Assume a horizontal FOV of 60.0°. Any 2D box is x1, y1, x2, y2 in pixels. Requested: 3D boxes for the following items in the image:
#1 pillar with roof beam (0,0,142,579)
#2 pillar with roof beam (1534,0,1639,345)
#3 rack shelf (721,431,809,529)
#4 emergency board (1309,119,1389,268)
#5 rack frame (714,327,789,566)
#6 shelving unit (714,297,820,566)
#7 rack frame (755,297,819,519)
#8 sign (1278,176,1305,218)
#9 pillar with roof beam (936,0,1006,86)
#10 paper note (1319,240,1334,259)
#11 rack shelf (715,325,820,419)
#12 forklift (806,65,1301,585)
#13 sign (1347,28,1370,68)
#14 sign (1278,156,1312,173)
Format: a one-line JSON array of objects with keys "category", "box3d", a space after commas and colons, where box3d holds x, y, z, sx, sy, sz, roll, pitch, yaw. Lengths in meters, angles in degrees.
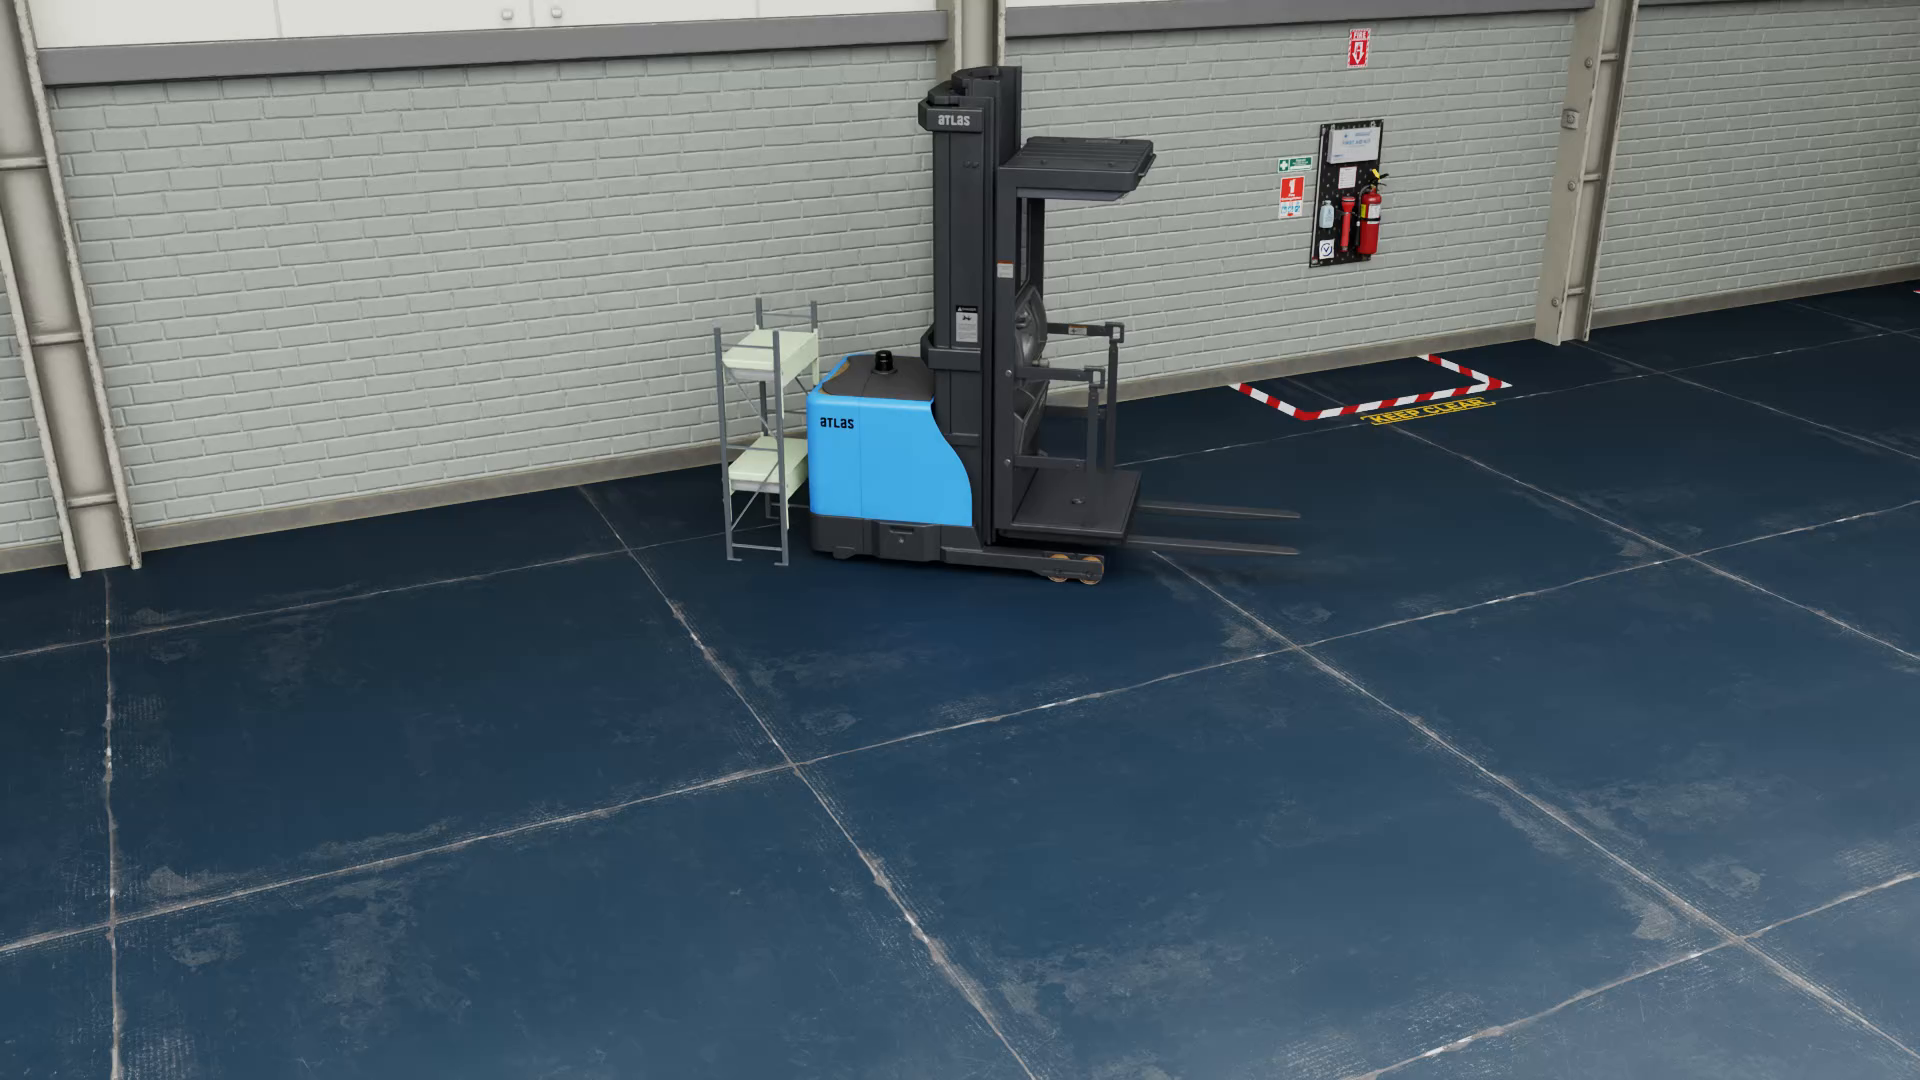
[{"category": "pillar with roof beam", "box3d": [-3.464, -2.522, 5.077, 0.400, 9.000, 9.100, -10, 25, -24]}, {"category": "pillar with roof beam", "box3d": [7.349, -4.513, 9.886, 0.400, 9.000, 9.100, -10, 25, -24]}, {"category": "rack shelf", "box3d": [-1.182, -0.388, 10.578, 0.431, 0.370, 0.720, 5, 23, 12]}, {"category": "emergency board", "box3d": [3.238, -2.828, 13.659, 0.643, 1.169, 0.194, -10, 25, -24]}, {"category": "rack frame", "box3d": [-1.265, -0.553, 10.124, 0.400, 1.500, 0.023, 5, 23, 12]}, {"category": "shelving unit", "box3d": [-1.182, -0.689, 10.454, 0.431, 1.500, 0.755, 5, 23, 12]}, {"category": "rack frame", "box3d": [-1.099, -0.825, 10.783, 0.400, 1.500, 0.023, 5, 23, 12]}, {"category": "sign", "box3d": [2.695, -2.788, 13.517, 0.234, 0.329, 0.001, -10, 25, -24]}, {"category": "pillar with roof beam", "box3d": [1.942, -3.517, 7.482, 0.400, 9.000, 9.100, -10, 25, -24]}, {"category": "paper note", "box3d": [3.049, -2.415, 13.814, 0.142, 0.148, 0.016, -10, 25, -24]}, {"category": "rack shelf", "box3d": [-1.182, -1.050, 10.304, 0.431, 0.370, 0.720, 5, 23, 12]}, {"category": "forklift", "box3d": [0.618, -1.306, 10.072, 3.031, 2.935, 1.130, 4, 23, 11]}, {"category": "sign", "box3d": [3.188, -3.932, 13.296, 0.199, 0.298, 0.001, -10, 25, -24]}, {"category": "sign", "box3d": [2.703, -3.031, 13.410, 0.331, 0.109, 0.001, -10, 25, -24]}]
